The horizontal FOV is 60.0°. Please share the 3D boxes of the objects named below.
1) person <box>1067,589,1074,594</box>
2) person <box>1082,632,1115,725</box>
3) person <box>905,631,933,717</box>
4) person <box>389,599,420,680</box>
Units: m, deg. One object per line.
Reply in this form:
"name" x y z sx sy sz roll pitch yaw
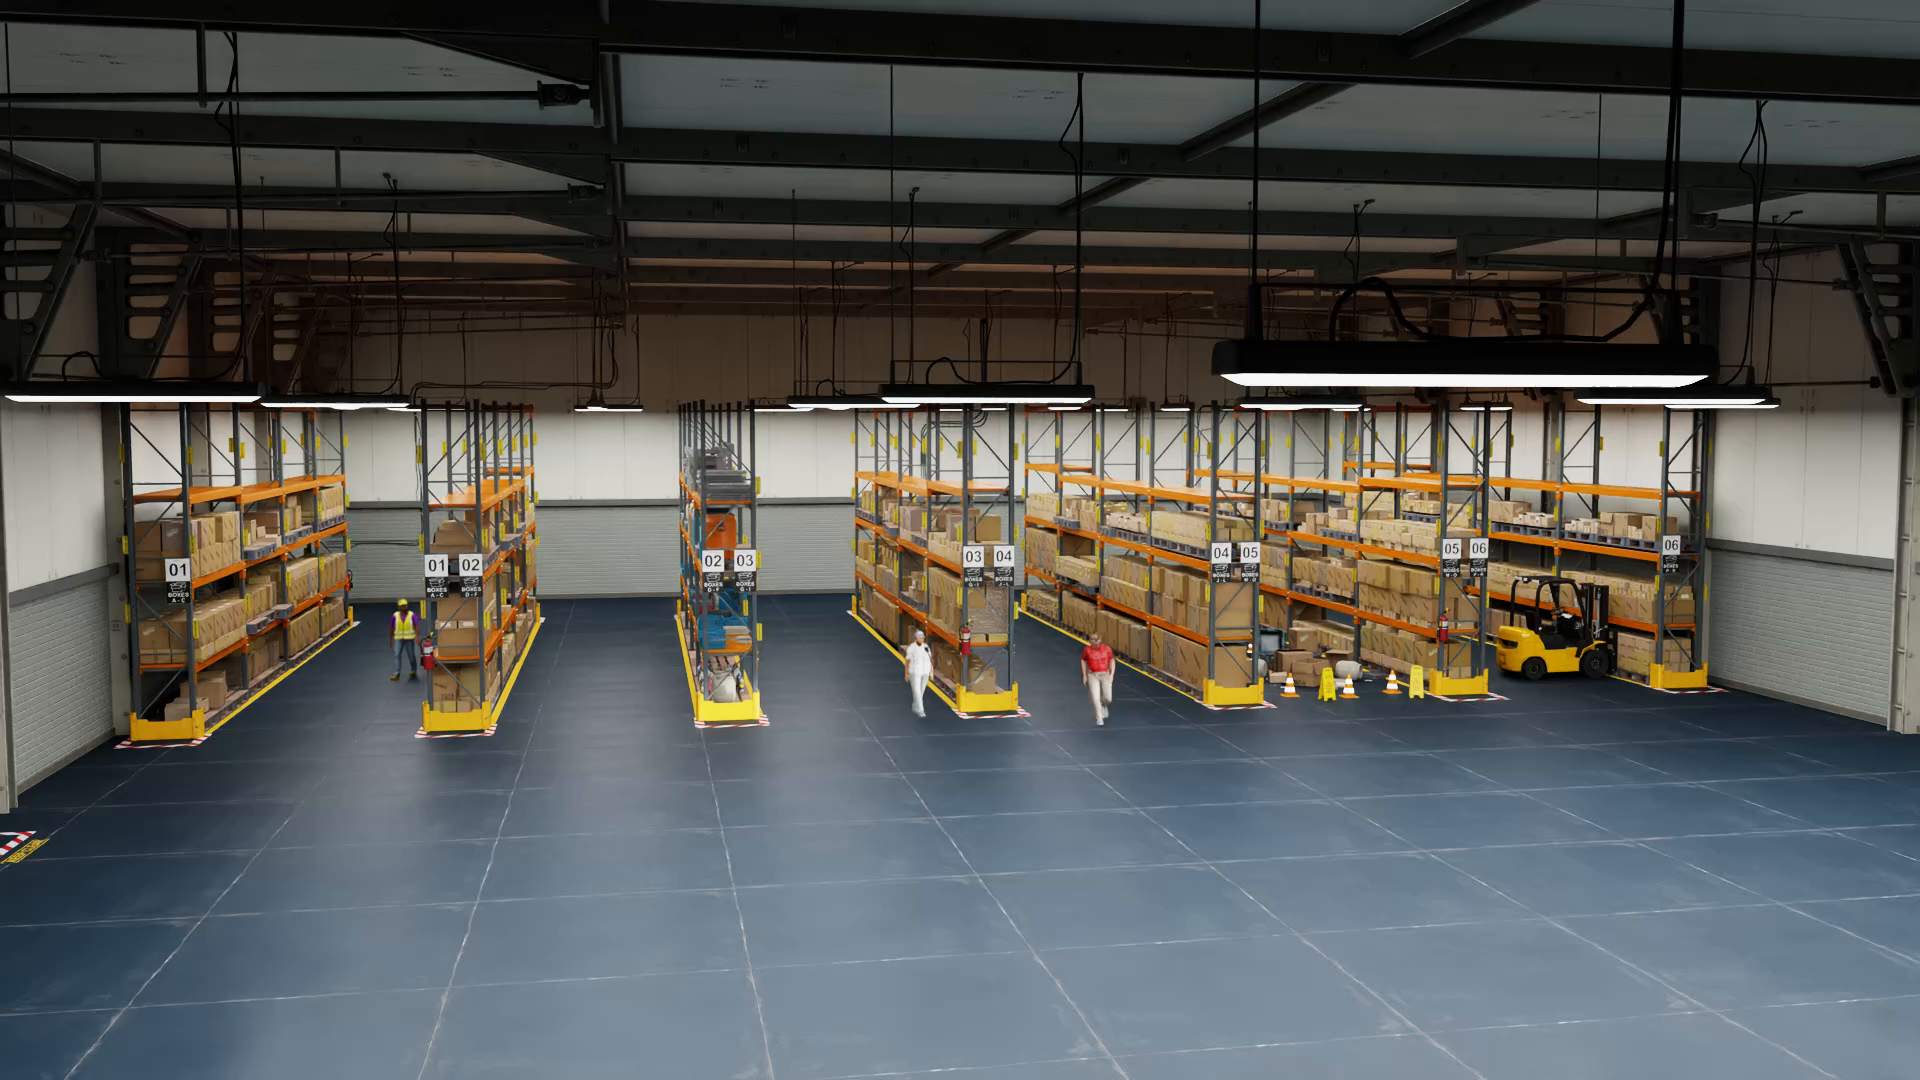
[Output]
"person" 3.472 0.885 52.293 0.575 1.753 0.807 3 6 38
"person" 2.573 2.551 30.915 0.597 1.704 0.625 0 4 -1
"person" -0.743 2.526 31.397 0.539 1.613 0.986 -3 5 -32
"person" -12.012 2.135 35.888 0.686 1.714 1.033 0 4 -4
